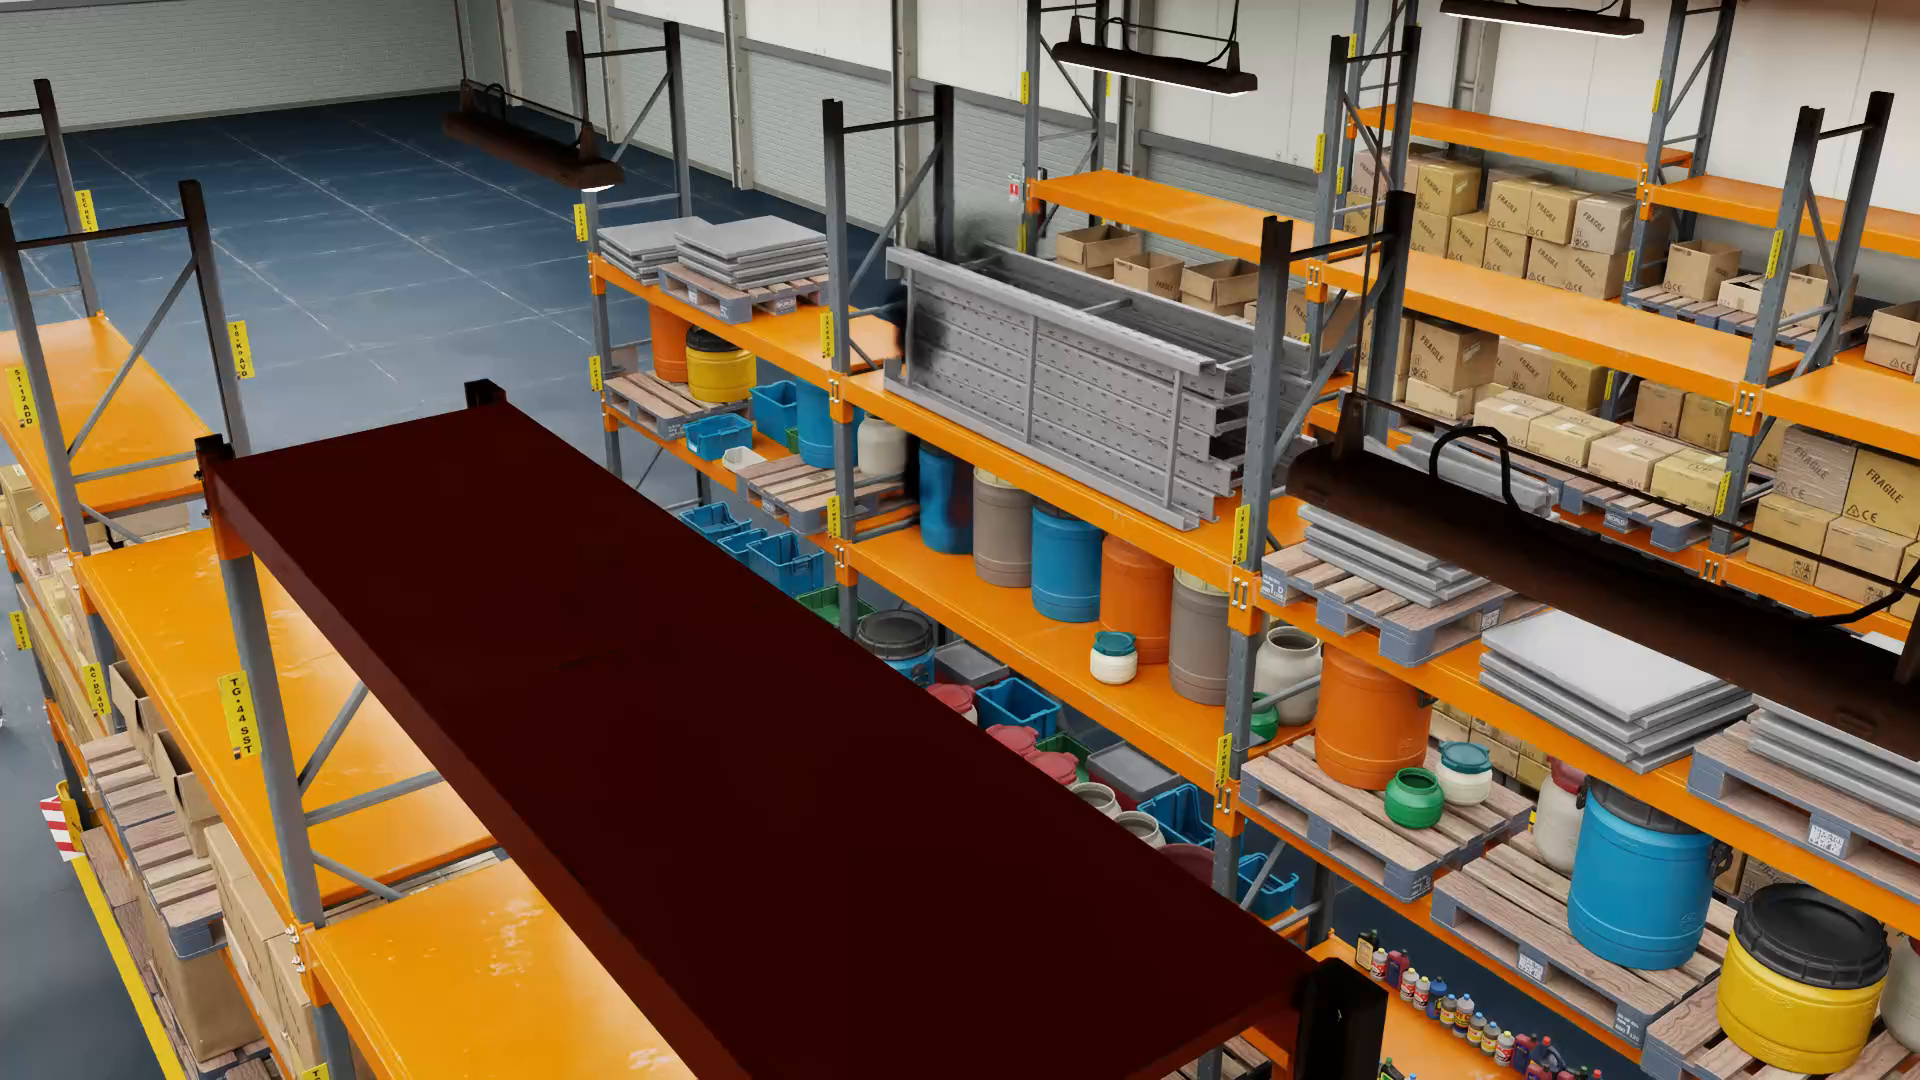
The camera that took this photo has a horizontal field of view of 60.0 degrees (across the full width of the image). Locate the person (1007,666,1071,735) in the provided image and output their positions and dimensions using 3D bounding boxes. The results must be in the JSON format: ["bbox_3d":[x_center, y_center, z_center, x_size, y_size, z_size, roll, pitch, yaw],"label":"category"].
[{"bbox_3d":[0.620,1.039,14.775,0.828,1.706,0.519,20,32,37],"label":"person"}]
